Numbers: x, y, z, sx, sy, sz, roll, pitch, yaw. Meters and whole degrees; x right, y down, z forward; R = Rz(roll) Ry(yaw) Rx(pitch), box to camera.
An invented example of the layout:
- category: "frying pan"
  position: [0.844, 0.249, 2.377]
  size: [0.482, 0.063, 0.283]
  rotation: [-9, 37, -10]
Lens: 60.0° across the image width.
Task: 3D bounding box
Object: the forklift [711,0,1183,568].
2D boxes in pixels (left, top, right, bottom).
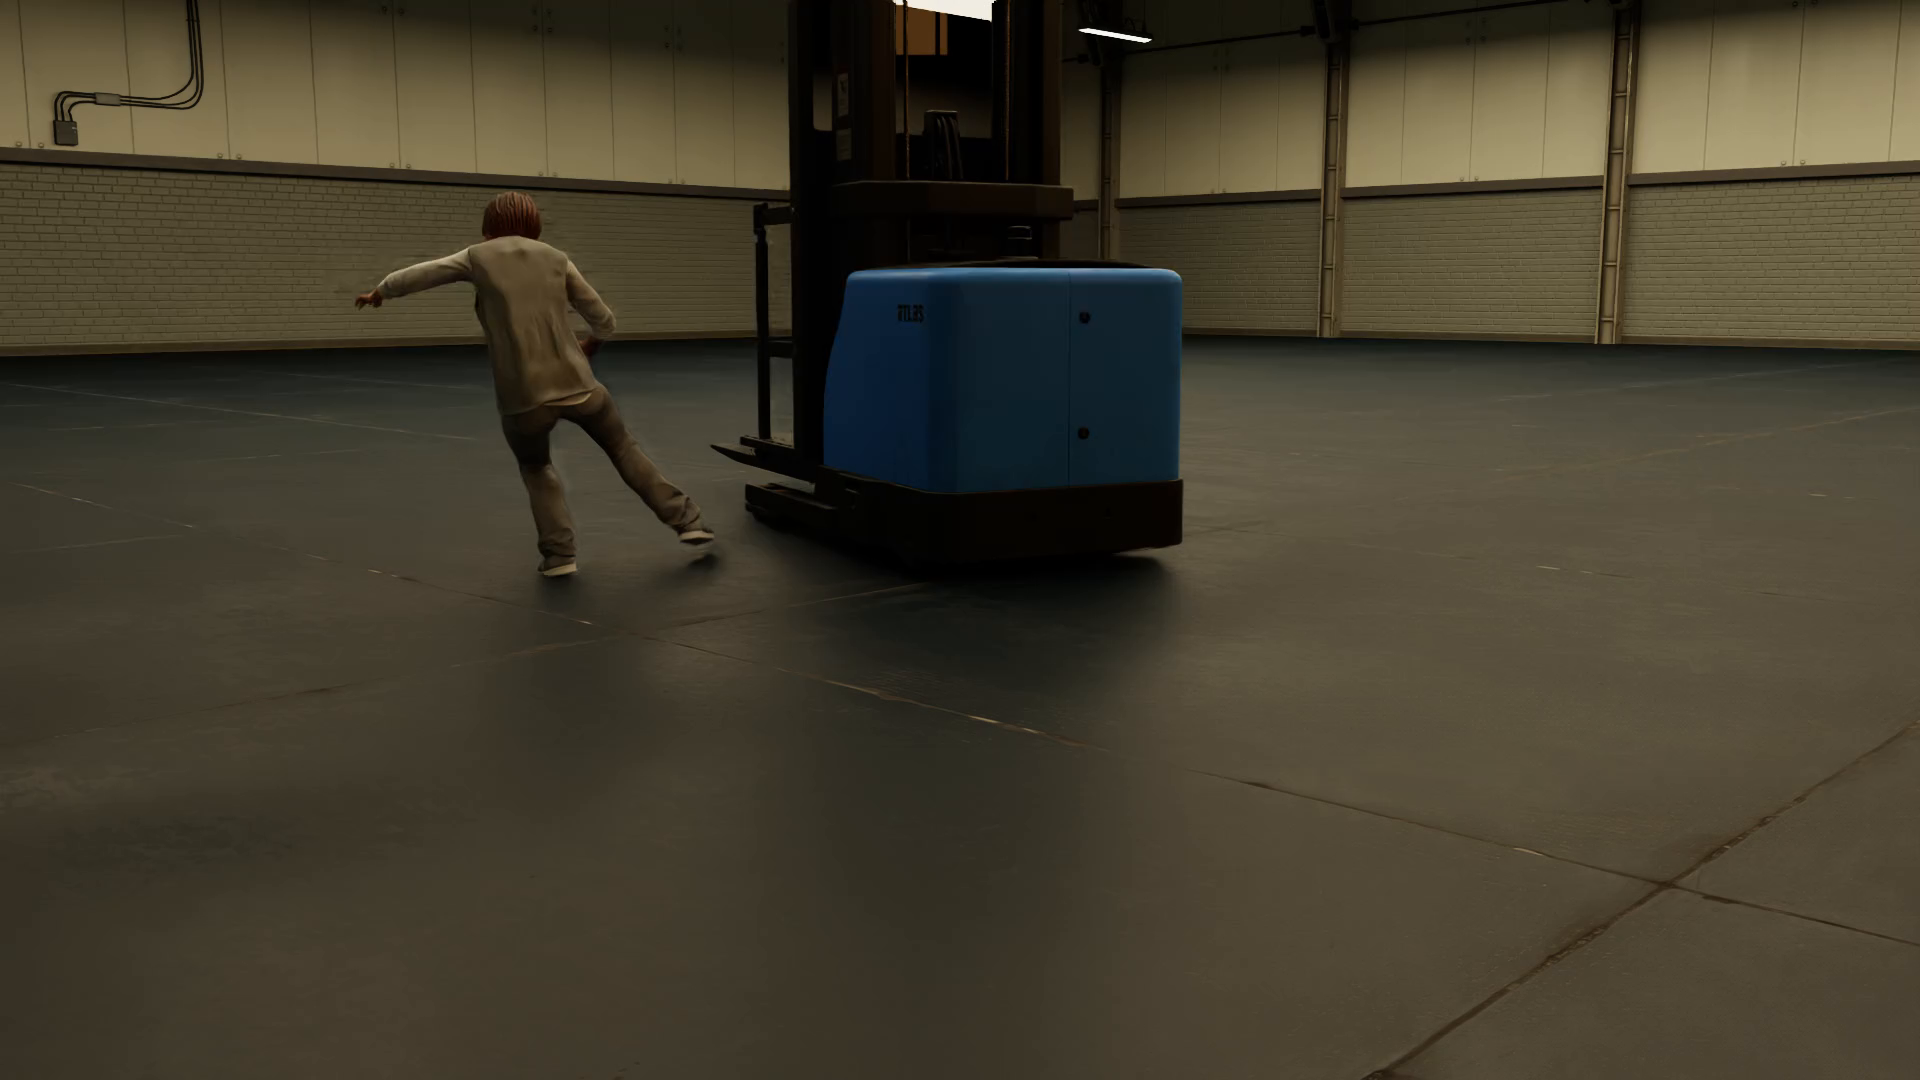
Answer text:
- category: "forklift"
  position: [-0.286, -1.531, 7.038]
  size: [1.130, 2.935, 3.031]
  rotation: [-4, 10, -26]

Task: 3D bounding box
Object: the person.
- category: "person"
  position: [-1.474, -0.558, 5.961]
  size: [1.208, 1.361, 0.766]
  rotation: [-4, 10, -26]
